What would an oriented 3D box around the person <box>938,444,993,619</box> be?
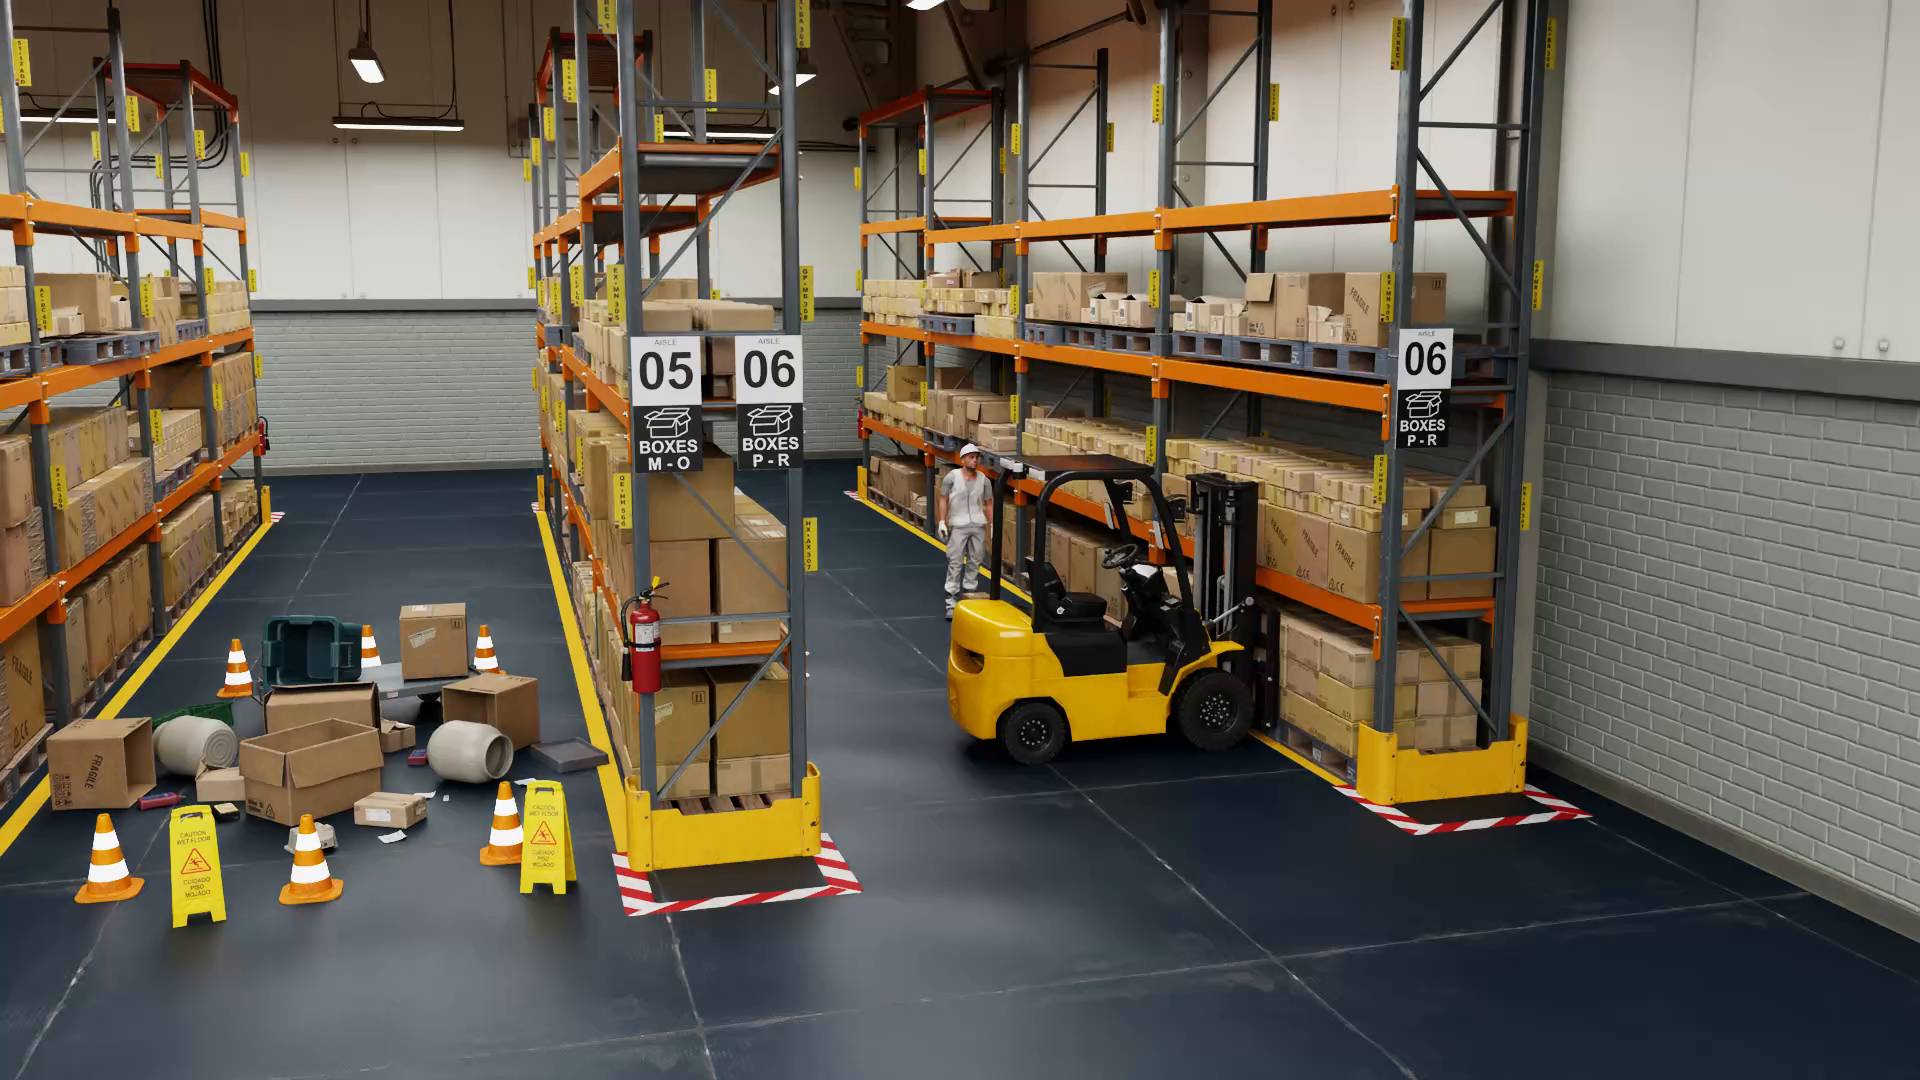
[{"bbox_3d":[0.093,-0.101,17.359,0.637,1.788,0.564,-3,10,-16],"label":"person"}]
